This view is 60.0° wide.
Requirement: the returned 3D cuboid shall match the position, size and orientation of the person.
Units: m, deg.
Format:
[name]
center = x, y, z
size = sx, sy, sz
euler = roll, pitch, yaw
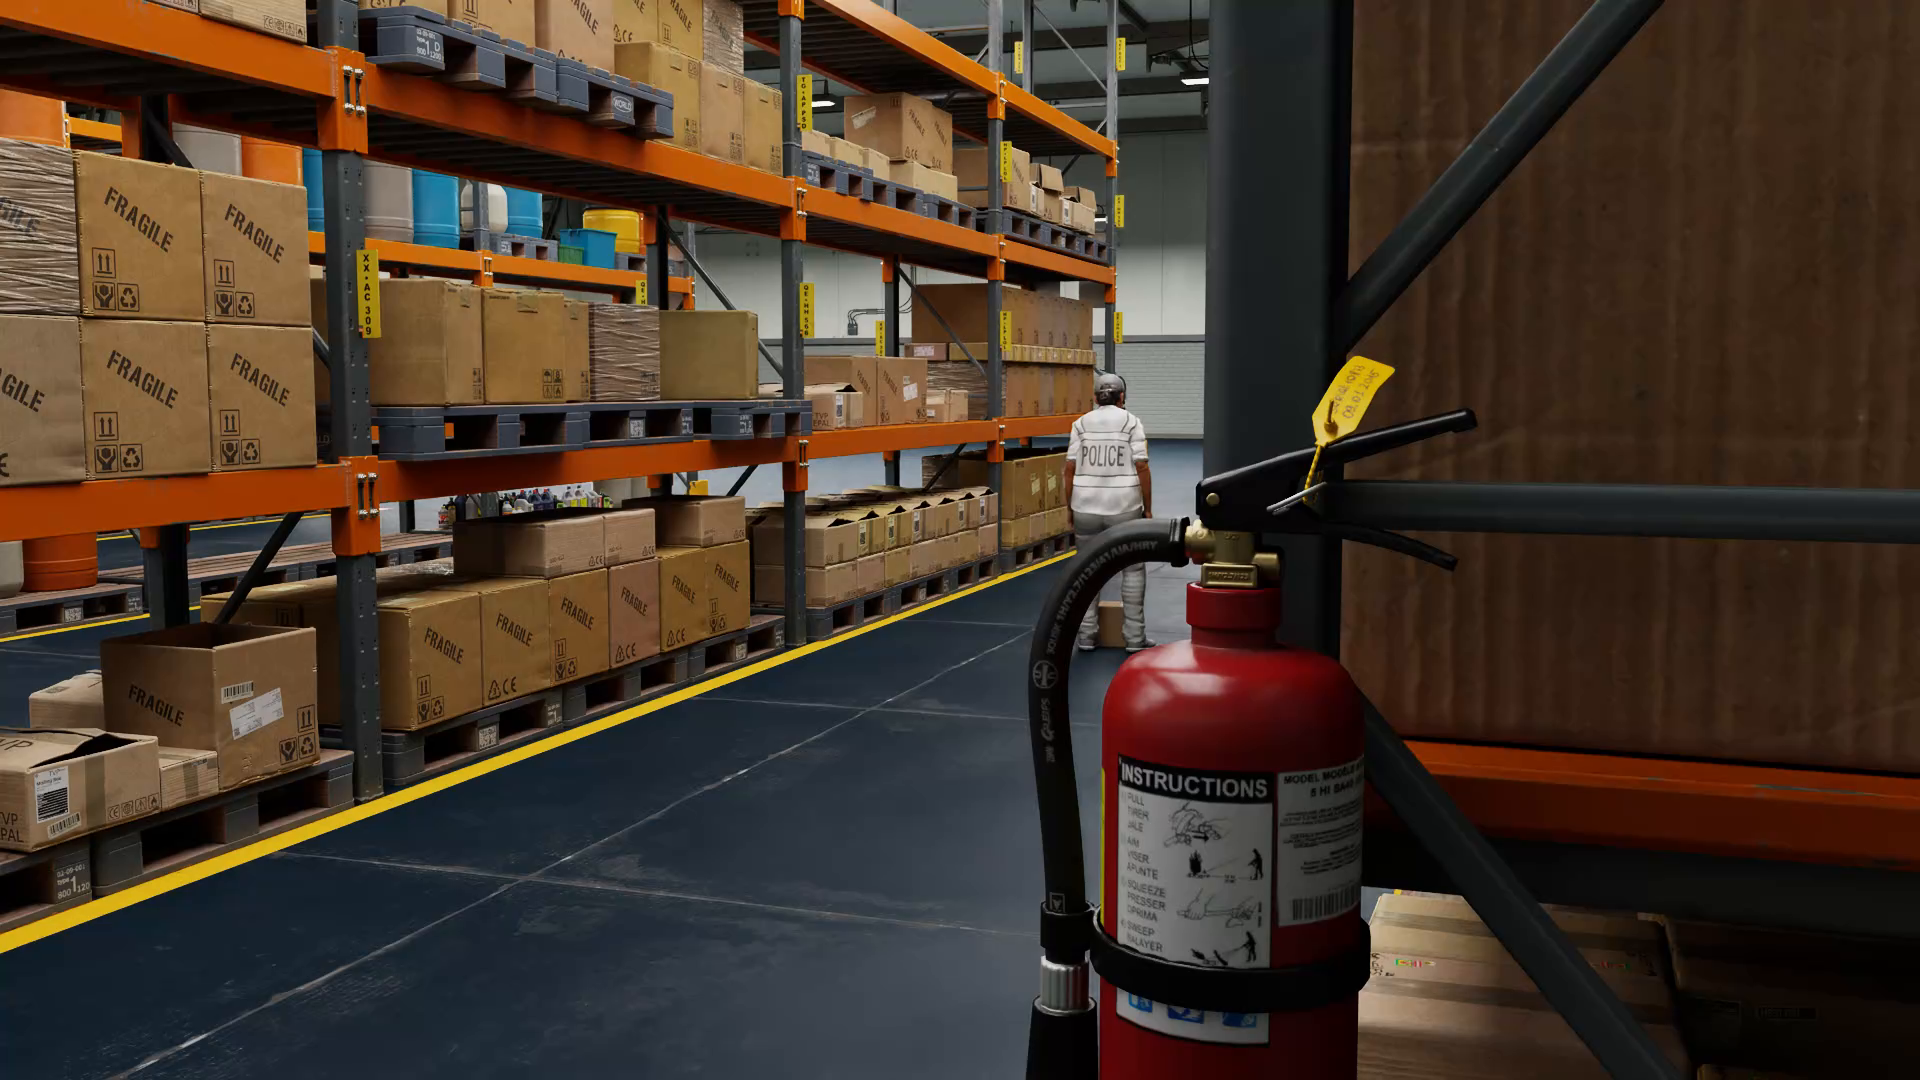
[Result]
[person]
center = 0.907, -0.165, 9.992
size = 0.547, 1.666, 0.473
euler = 2, 6, 18
